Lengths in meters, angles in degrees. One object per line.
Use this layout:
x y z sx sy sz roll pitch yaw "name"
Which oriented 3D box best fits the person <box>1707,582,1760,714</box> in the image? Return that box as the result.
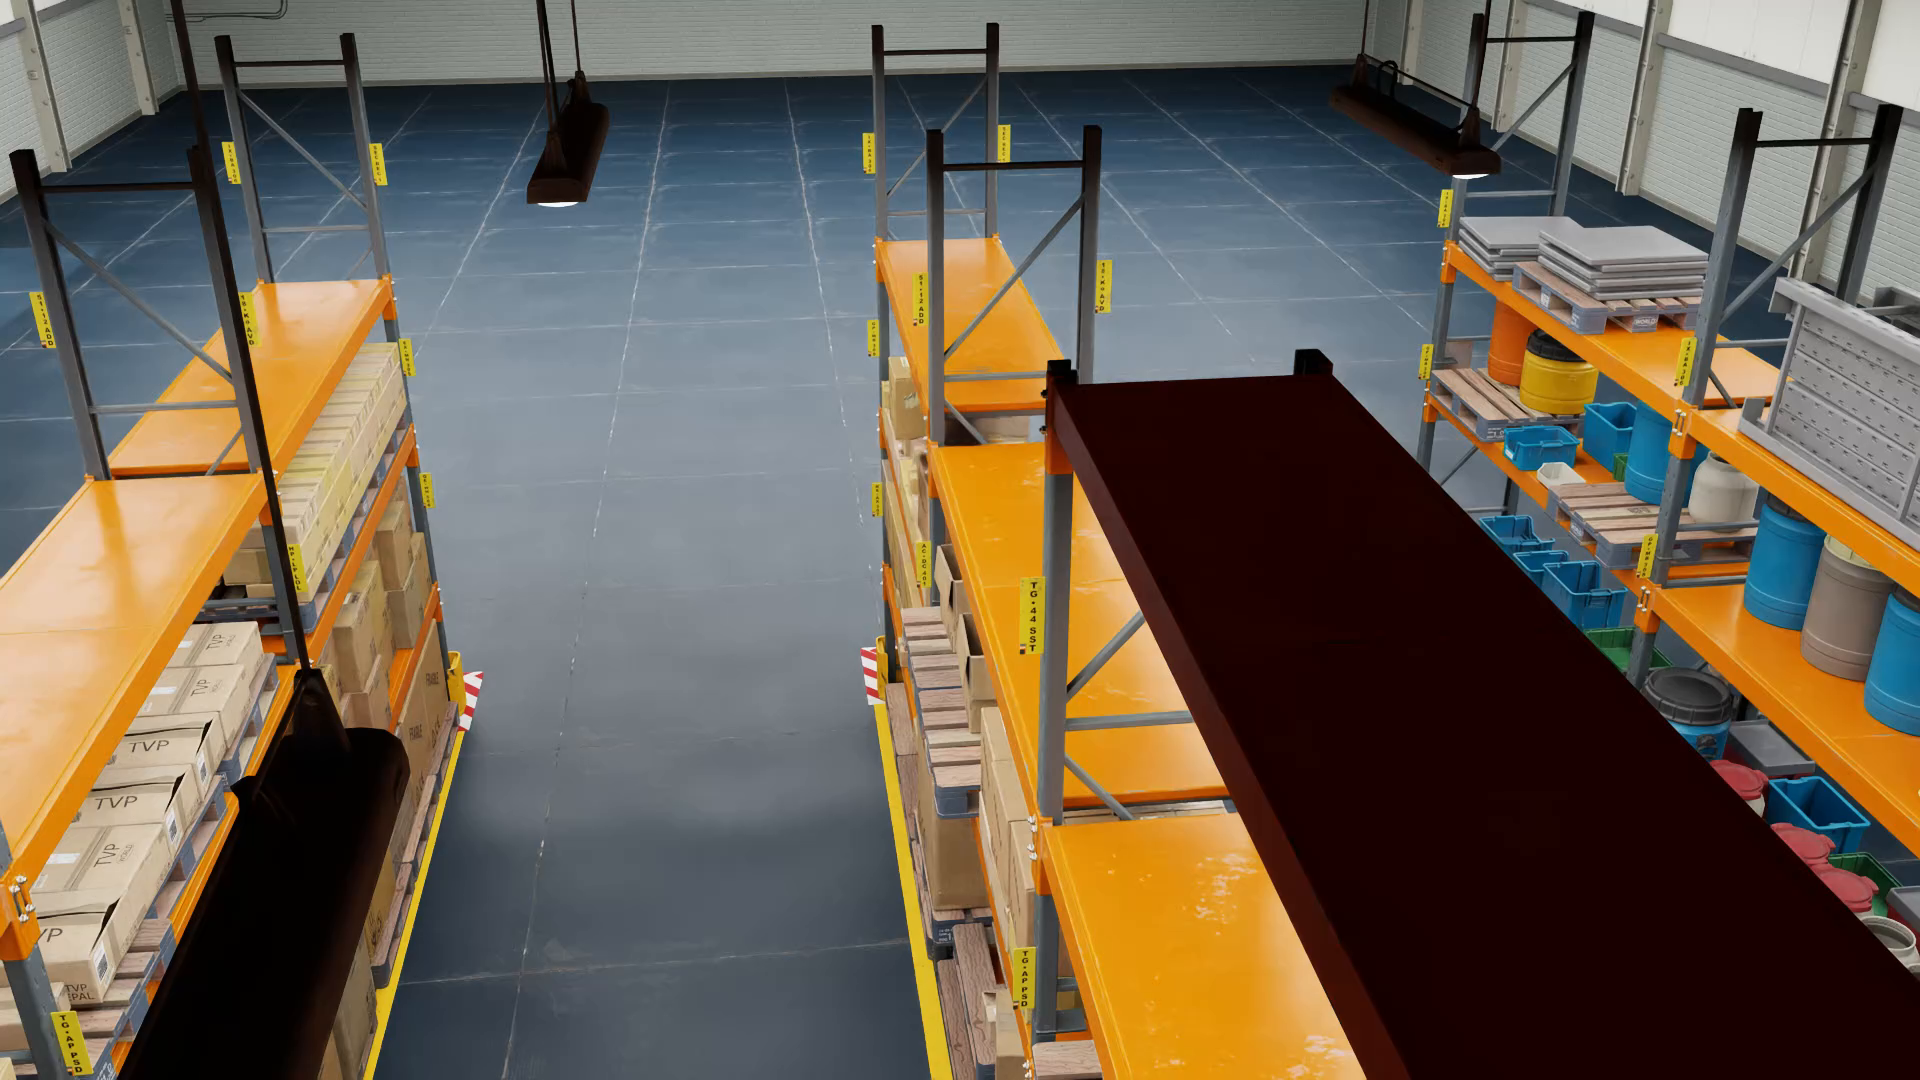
7.007 0.752 14.980 0.712 1.731 0.526 19 31 34 "person"
